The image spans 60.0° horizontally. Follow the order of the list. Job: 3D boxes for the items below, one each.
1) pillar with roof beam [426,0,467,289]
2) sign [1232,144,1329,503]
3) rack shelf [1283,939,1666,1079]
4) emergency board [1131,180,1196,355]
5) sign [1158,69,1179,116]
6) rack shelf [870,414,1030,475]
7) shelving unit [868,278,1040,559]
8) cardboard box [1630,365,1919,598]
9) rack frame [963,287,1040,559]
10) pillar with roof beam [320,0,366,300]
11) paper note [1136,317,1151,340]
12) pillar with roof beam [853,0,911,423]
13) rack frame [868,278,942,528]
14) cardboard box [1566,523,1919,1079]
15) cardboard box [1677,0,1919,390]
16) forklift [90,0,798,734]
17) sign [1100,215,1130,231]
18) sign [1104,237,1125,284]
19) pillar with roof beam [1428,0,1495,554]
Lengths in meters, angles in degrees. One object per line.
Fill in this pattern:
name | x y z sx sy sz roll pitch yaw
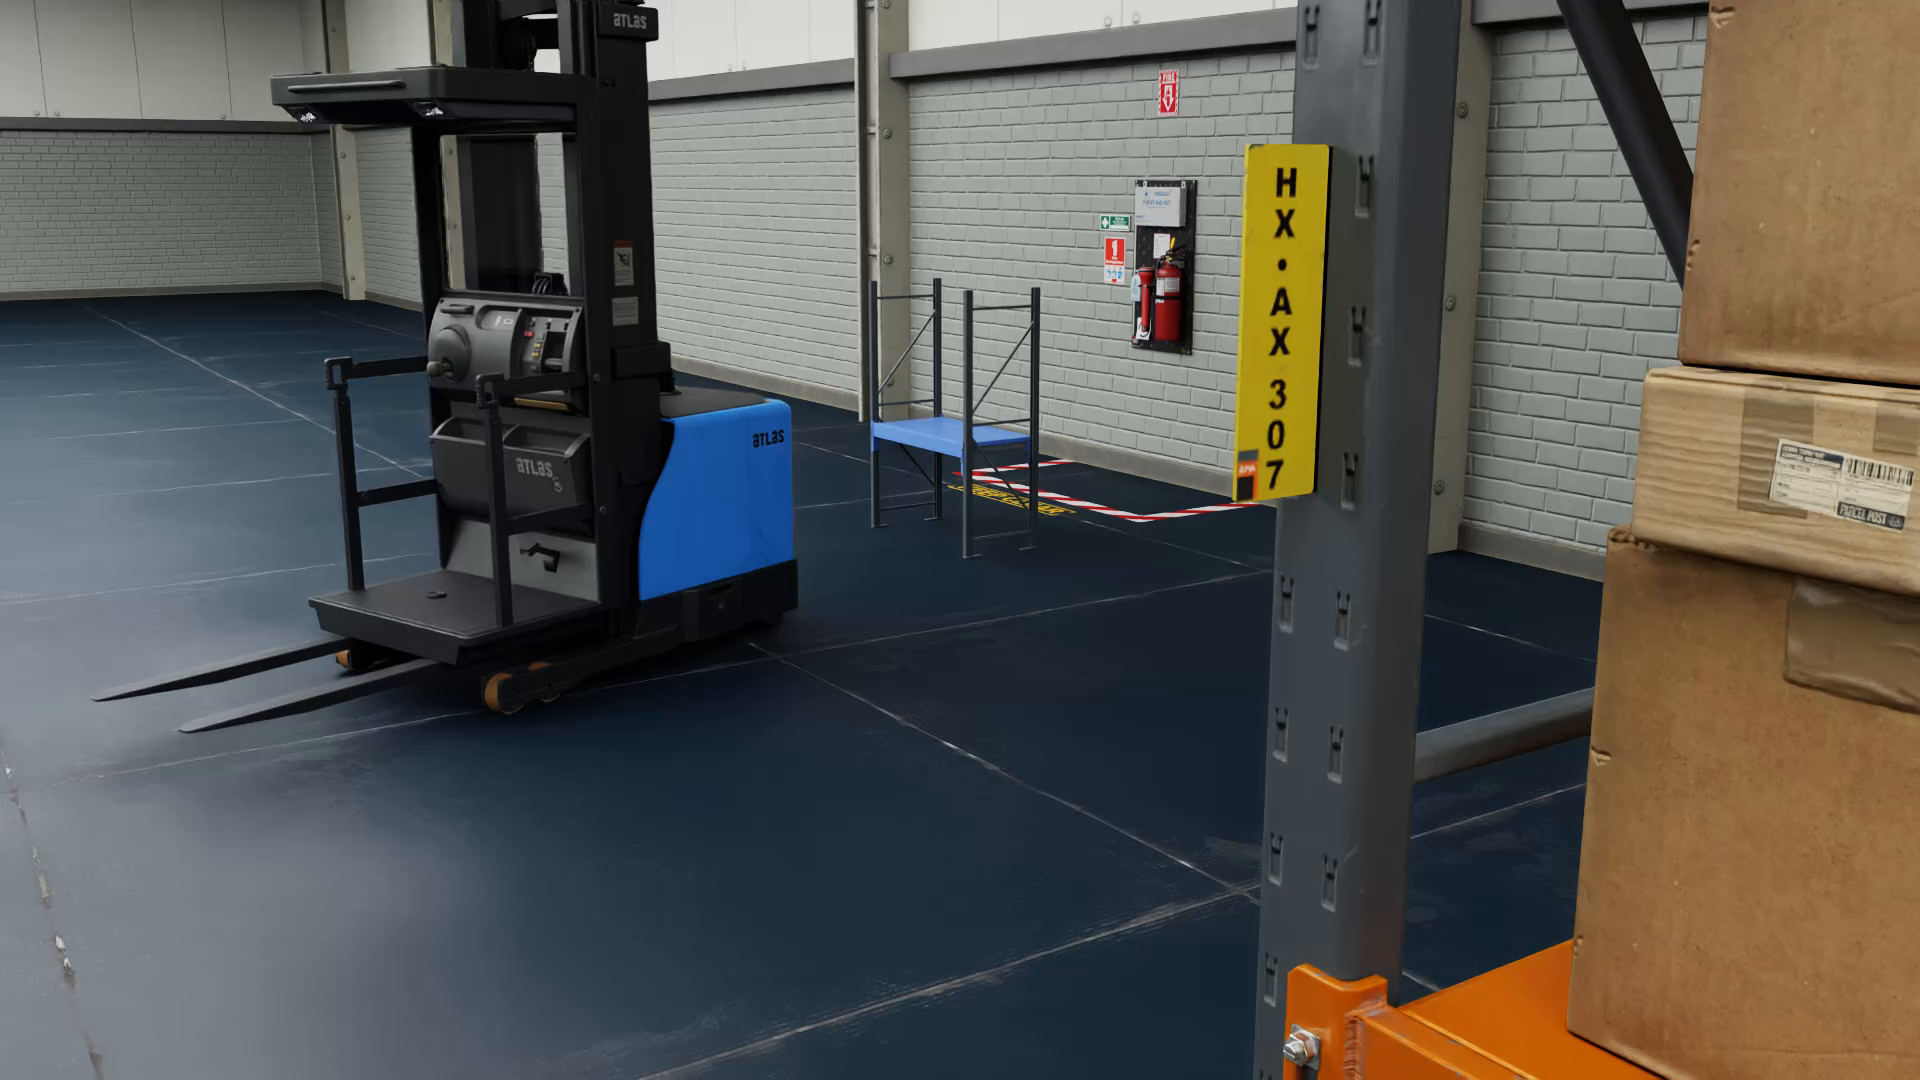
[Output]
pillar with roof beam | -10.889 -7.056 21.065 9.100 9.000 0.400 -8 15 -33
sign | 0.296 -0.199 1.538 0.100 0.325 0.005 -8 15 -33
rack shelf | 1.870 0.905 0.385 1.077 0.370 4.000 -8 15 -33
emergency board | 1.330 -1.878 11.428 0.194 1.169 0.643 -8 15 -33
sign | 1.408 -3.024 11.241 0.001 0.298 0.199 -8 15 -33
rack shelf | -0.047 -0.572 9.809 0.538 0.185 1.000 -8 15 -33
shelving unit | -0.047 -0.748 9.771 0.538 1.500 1.048 -8 15 -33
cardboard box | 0.800 -0.072 1.419 0.380 0.149 0.250 -8 15 -33
rack frame | 0.234 -0.657 9.357 0.500 1.500 0.032 -8 15 -33
pillar with roof beam | -14.214 -8.123 25.945 9.100 9.000 0.400 -8 15 -33
paper note | 1.289 -1.487 11.703 0.016 0.148 0.142 -8 15 -33
pillar with roof beam | -4.241 -4.922 11.306 9.100 9.000 0.400 -8 15 -33
rack frame | -0.329 -0.838 10.184 0.500 1.500 0.032 -8 15 -33
cardboard box | 1.010 0.234 1.537 0.700 0.500 0.500 -8 15 -33
cardboard box | 1.039 -0.391 1.356 0.700 0.500 0.500 -8 15 -33
forklift | -2.058 -0.850 6.888 1.130 2.935 3.031 9 15 35
sign | 1.104 -2.263 11.864 0.001 0.109 0.331 -8 15 -33
sign | 1.109 -2.006 11.929 0.001 0.329 0.234 -8 15 -33
pillar with roof beam | -0.917 -3.855 6.426 9.100 9.000 0.400 -8 15 -33
